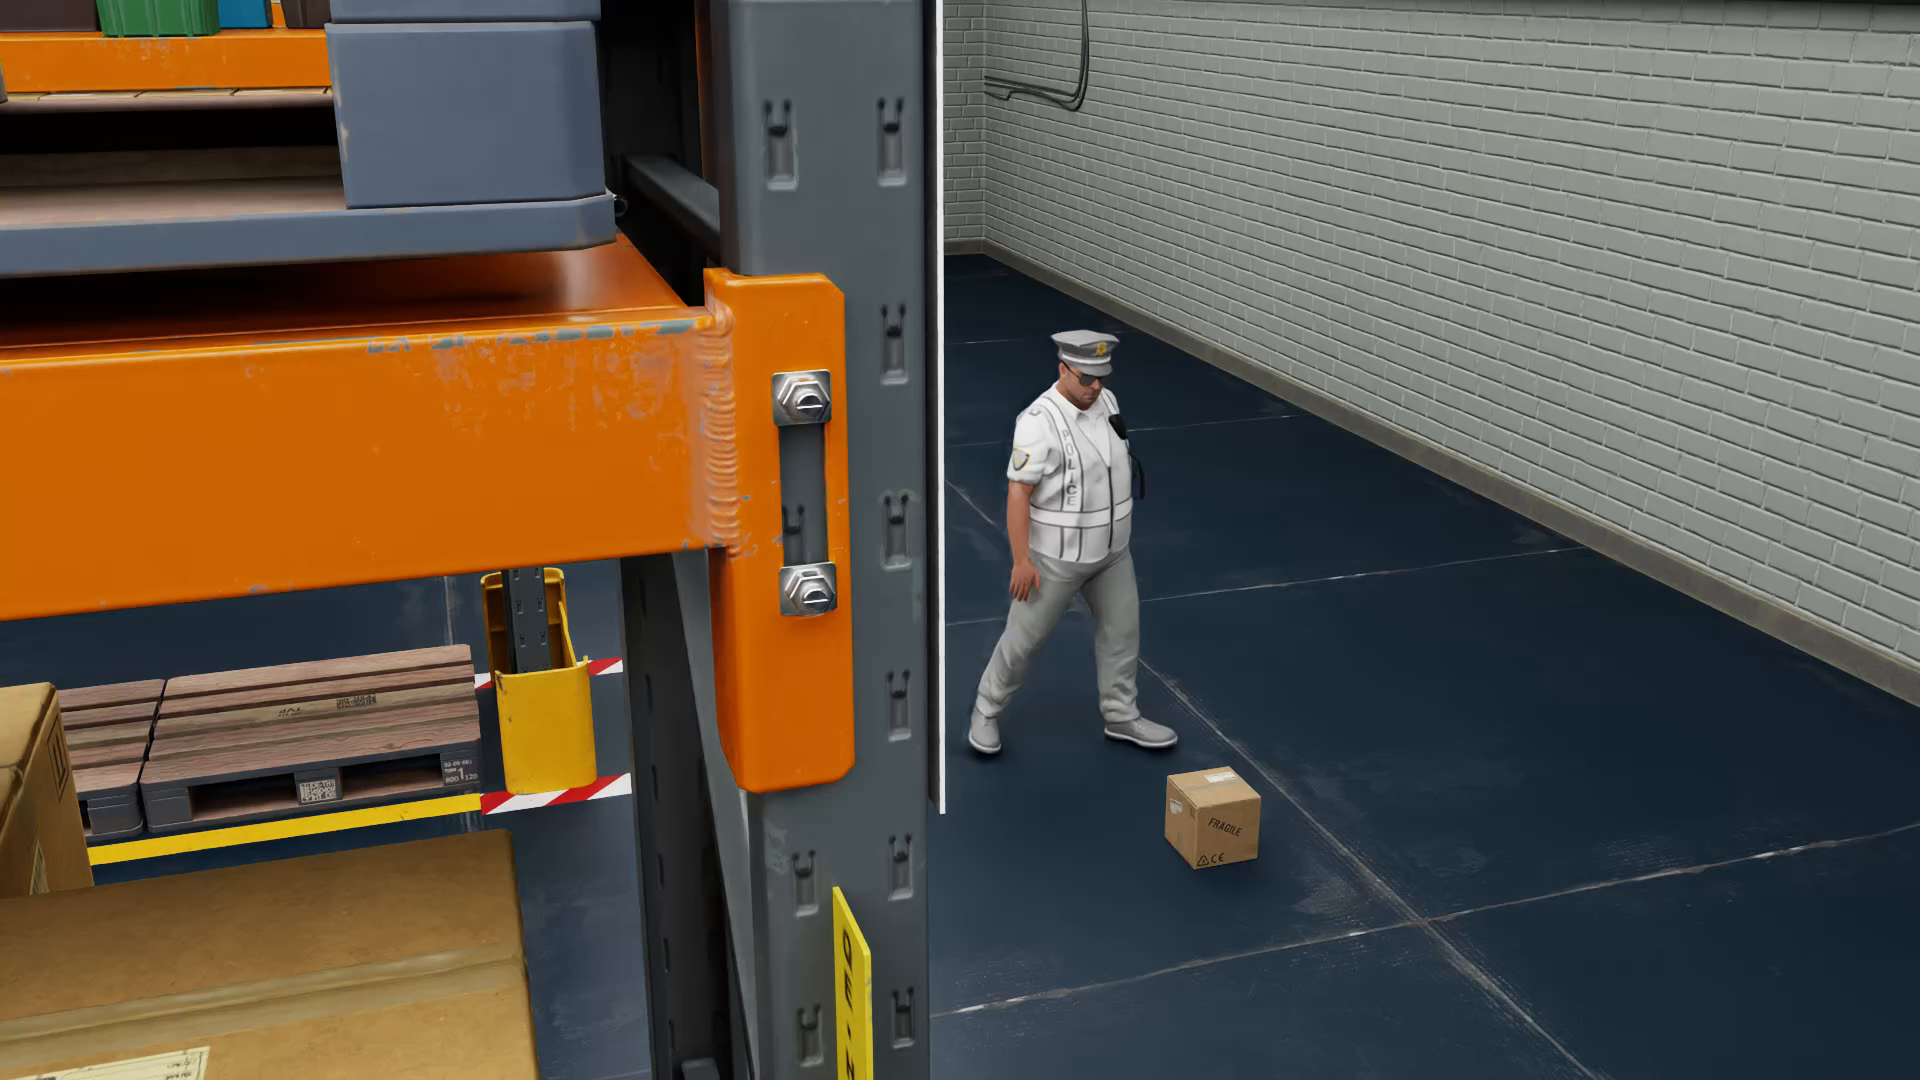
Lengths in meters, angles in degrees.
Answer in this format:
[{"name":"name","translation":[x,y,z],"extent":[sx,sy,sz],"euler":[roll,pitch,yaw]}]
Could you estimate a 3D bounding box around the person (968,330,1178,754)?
[{"name":"person","translation":[0.416,0.016,6.507],"extent":[0.701,1.723,0.705],"euler":[-15,24,-38]}]
